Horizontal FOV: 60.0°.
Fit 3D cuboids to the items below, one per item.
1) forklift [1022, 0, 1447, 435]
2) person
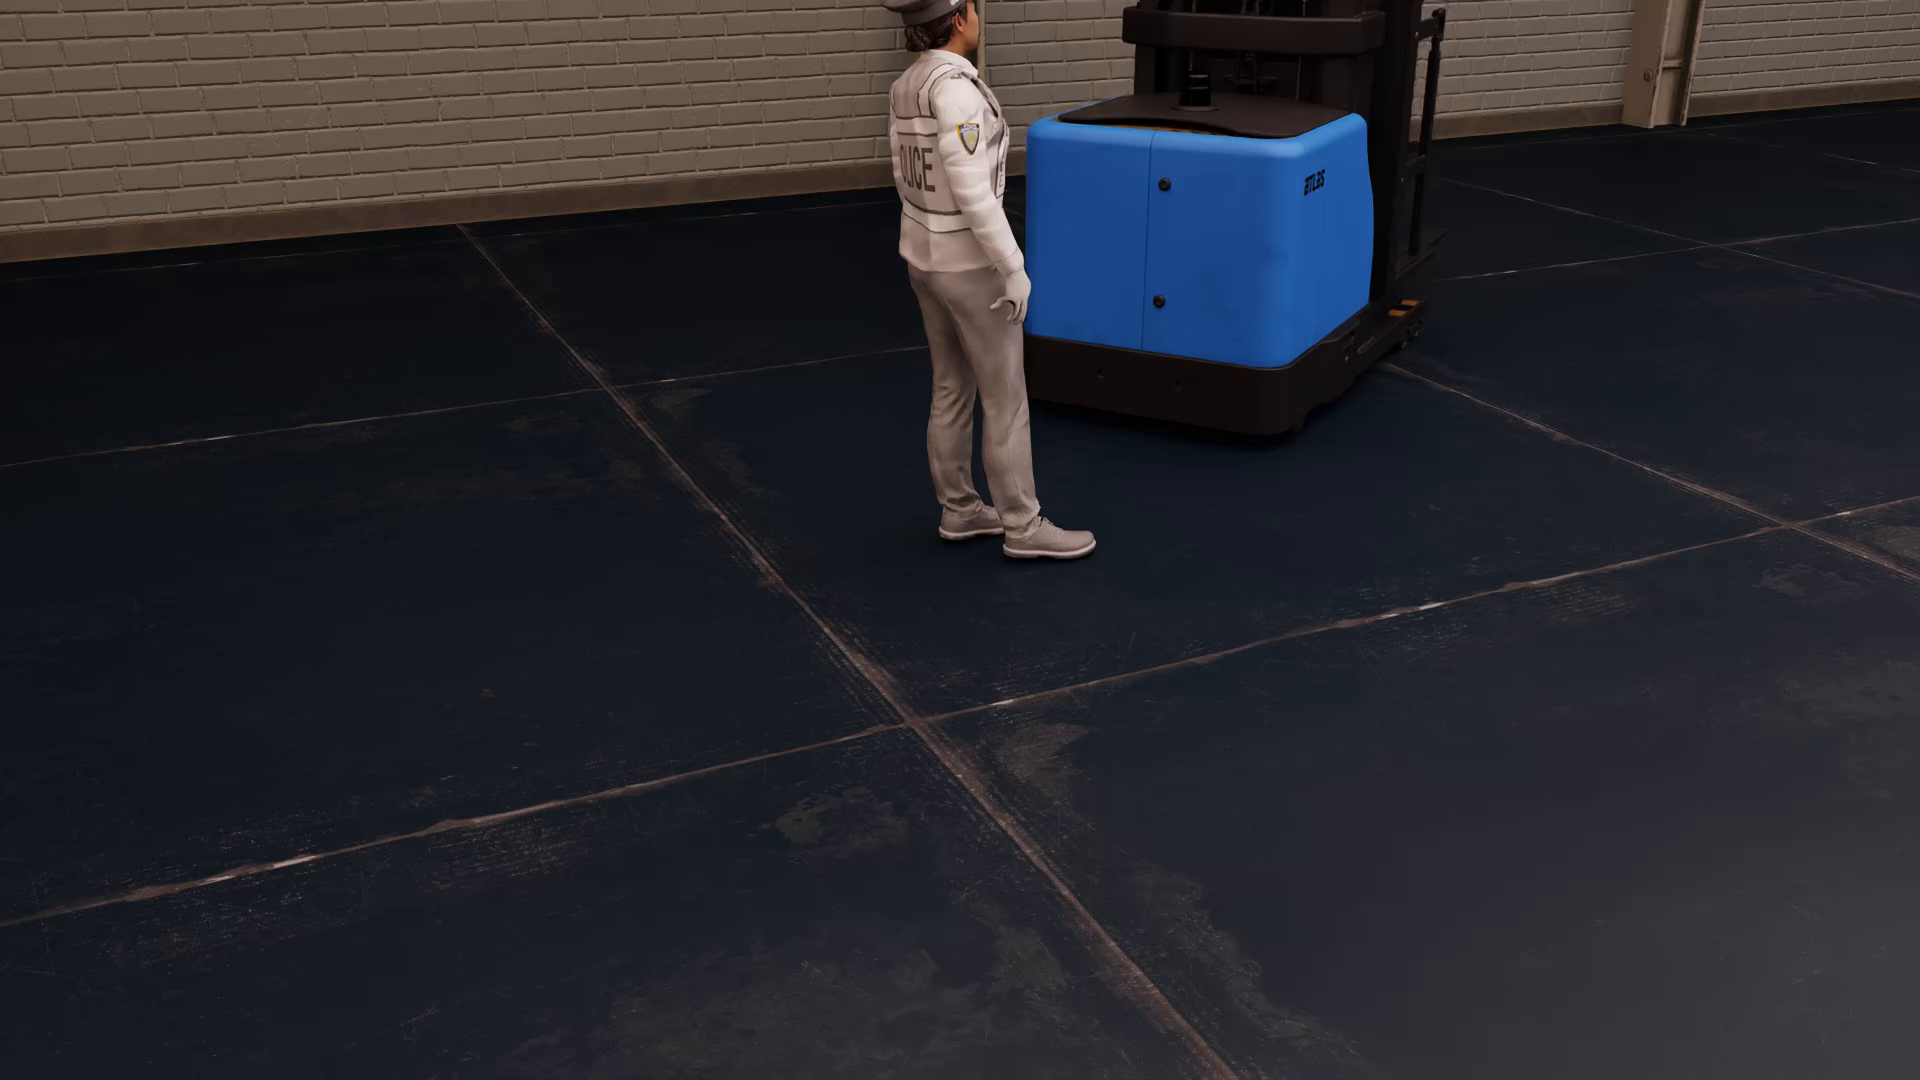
[{"bbox_3d":[1.377,-2.242,6.683,1.130,2.935,3.031,12,25,27],"label":"forklift"},{"bbox_3d":[0.065,-0.798,4.800,0.531,1.694,0.586,-10,25,-23],"label":"person"}]
